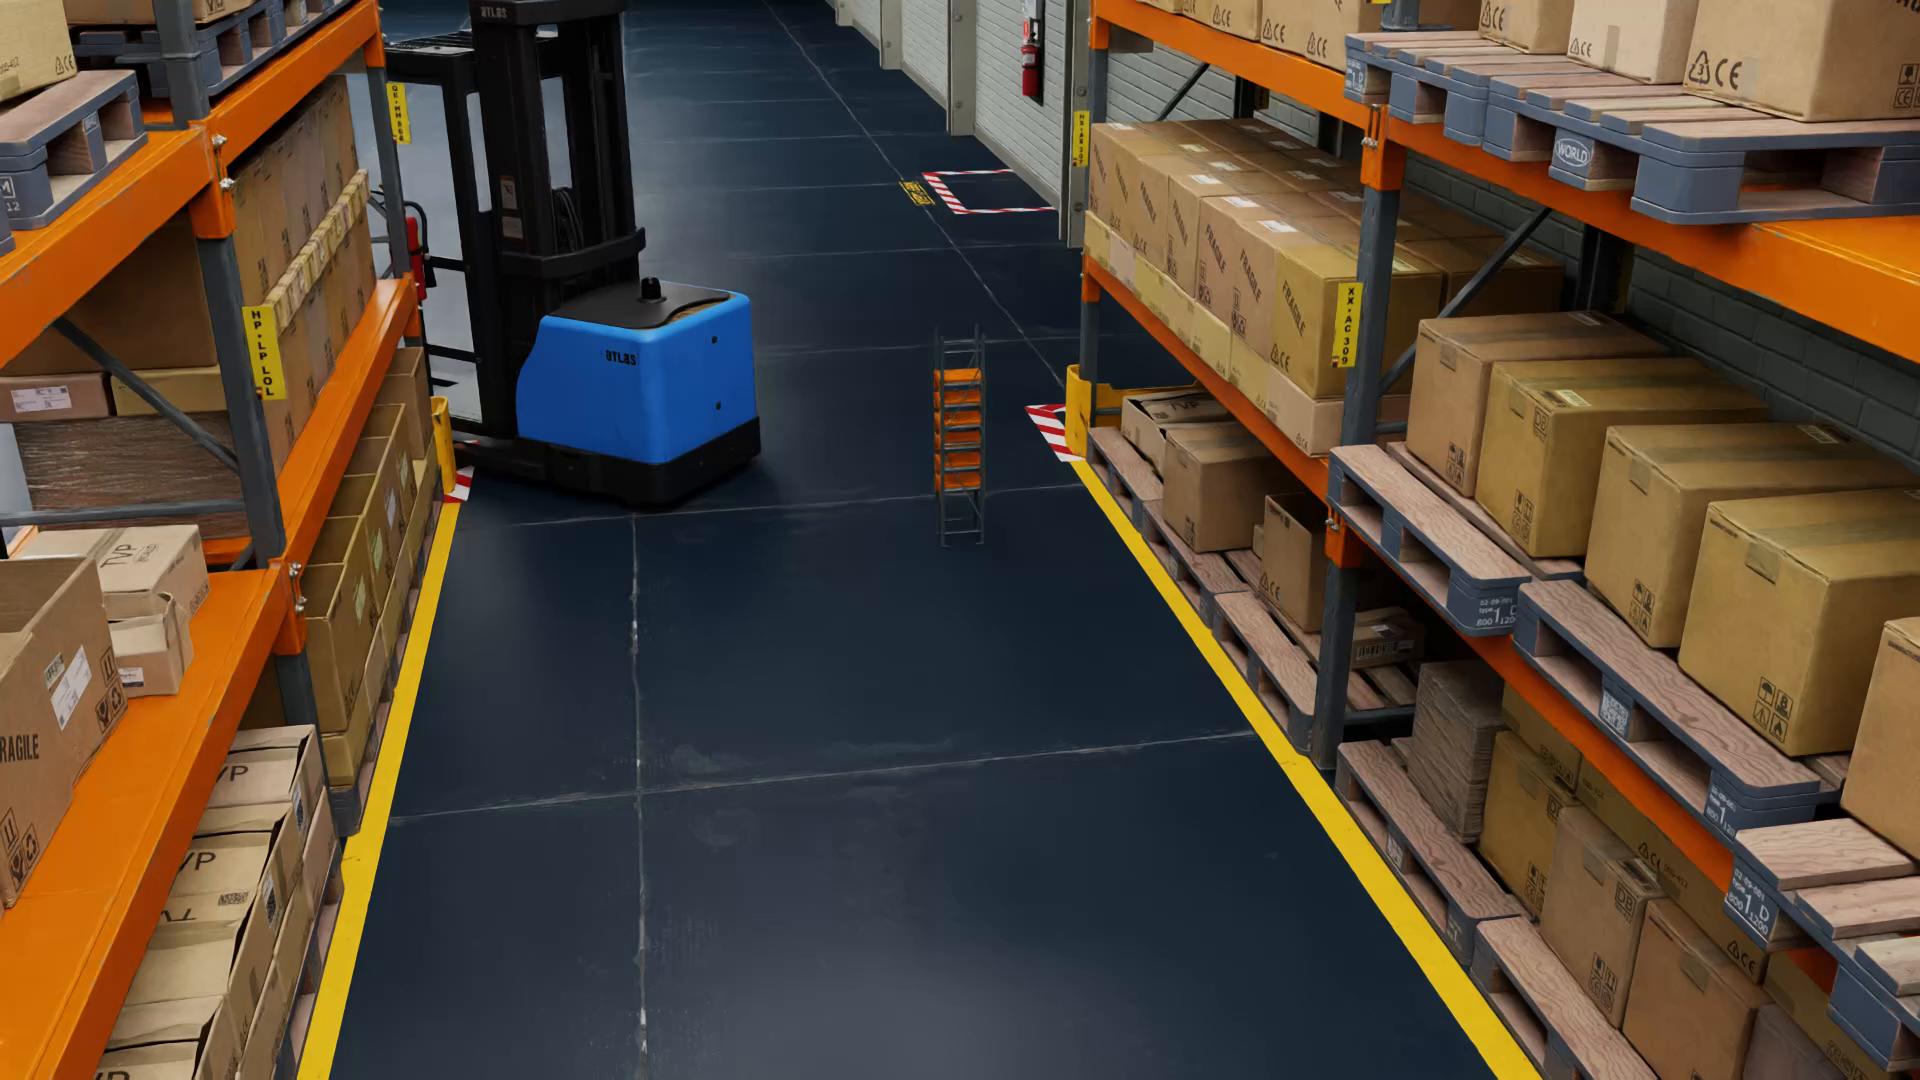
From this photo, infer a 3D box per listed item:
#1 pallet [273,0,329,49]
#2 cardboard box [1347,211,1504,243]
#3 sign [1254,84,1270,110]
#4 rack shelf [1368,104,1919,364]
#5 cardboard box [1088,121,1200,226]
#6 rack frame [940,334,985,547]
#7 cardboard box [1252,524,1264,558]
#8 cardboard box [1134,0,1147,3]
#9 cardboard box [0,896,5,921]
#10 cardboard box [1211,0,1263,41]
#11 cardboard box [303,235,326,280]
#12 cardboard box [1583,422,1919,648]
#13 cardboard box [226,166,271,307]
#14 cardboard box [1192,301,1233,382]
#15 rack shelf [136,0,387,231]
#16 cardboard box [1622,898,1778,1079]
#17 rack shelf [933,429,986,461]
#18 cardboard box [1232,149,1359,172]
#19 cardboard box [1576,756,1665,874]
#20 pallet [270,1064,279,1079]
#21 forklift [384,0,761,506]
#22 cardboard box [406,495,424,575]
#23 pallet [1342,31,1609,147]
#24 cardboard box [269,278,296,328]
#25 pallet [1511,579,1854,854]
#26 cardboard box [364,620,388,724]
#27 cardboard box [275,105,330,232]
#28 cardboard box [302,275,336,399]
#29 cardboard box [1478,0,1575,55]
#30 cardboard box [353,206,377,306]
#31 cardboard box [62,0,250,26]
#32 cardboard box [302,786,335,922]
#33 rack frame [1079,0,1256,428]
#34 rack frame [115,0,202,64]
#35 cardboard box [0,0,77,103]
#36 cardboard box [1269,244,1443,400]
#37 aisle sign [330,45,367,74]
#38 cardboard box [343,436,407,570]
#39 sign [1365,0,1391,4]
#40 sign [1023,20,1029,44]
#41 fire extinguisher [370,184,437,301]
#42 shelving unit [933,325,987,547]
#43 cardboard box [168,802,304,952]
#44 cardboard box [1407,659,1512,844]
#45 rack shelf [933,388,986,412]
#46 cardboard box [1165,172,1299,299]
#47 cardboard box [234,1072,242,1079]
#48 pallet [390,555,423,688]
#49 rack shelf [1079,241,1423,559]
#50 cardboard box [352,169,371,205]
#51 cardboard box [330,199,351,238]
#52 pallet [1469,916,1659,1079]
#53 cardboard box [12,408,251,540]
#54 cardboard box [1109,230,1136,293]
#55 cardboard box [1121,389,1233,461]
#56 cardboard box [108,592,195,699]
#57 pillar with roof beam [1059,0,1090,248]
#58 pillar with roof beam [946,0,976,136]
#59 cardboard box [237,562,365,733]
[{"bbox_3d":[-3.277,-2.235,6.981,1.003,0.211,1.213,-4,24,-10],"label":"pallet"},{"bbox_3d":[2.022,-1.144,7.348,0.500,0.500,0.500,-4,24,-10],"label":"cardboard box"},{"bbox_3d":[1.805,-2.738,9.930,0.100,0.325,0.005,-4,24,-10],"label":"sign"},{"bbox_3d":[2.365,-0.714,4.289,1.077,0.370,4.000,-4,24,-10],"label":"rack shelf"},{"bbox_3d":[1.049,-2.104,9.544,0.500,0.500,0.500,-4,24,-10],"label":"cardboard box"},{"bbox_3d":[0.014,-0.520,8.940,0.240,1.200,0.006,-4,24,-10],"label":"rack frame"},{"bbox_3d":[1.719,0.018,8.473,0.380,0.149,0.250,-6,24,-14],"label":"cardboard box"},{"bbox_3d":[1.136,-3.095,8.691,0.500,0.500,0.500,-3,24,-6],"label":"cardboard box"},{"bbox_3d":[-2.459,0.781,3.590,0.500,0.500,0.500,-6,24,-13],"label":"cardboard box"},{"bbox_3d":[1.439,-2.481,7.285,0.500,0.500,0.500,-5,24,-12],"label":"cardboard box"},{"bbox_3d":[-3.065,-1.258,7.448,0.380,0.149,0.250,-5,24,-10],"label":"cardboard box"},{"bbox_3d":[2.305,-0.024,4.882,0.700,0.500,0.500,-1,24,-2],"label":"cardboard box"},{"bbox_3d":[-3.055,-1.101,6.278,0.700,0.500,0.500,-4,24,-10],"label":"cardboard box"},{"bbox_3d":[1.418,-0.954,7.848,0.500,0.250,0.500,-4,24,-10],"label":"cardboard box"},{"bbox_3d":[-3.242,-1.920,7.049,1.077,0.370,4.000,-4,24,-10],"label":"rack shelf"},{"bbox_3d":[2.450,1.377,4.922,0.700,0.500,0.500,-4,24,-10],"label":"cardboard box"},{"bbox_3d":[-0.003,-0.515,9.041,0.258,0.103,0.180,-4,24,-10],"label":"rack shelf"},{"bbox_3d":[1.735,-1.742,8.717,0.500,0.500,0.500,-5,24,-11],"label":"cardboard box"},{"bbox_3d":[2.333,0.810,5.285,0.500,0.250,0.500,-5,24,-11],"label":"cardboard box"},{"bbox_3d":[-2.468,1.958,4.504,1.003,0.211,1.213,-4,24,-10],"label":"pallet"},{"bbox_3d":[-2.780,-1.943,10.038,3.031,2.935,1.130,12,26,26],"label":"forklift"},{"bbox_3d":[-3.024,-0.012,8.441,0.500,0.250,0.500,-4,24,-10],"label":"cardboard box"},{"bbox_3d":[2.005,-1.494,5.410,1.213,0.211,1.003,-4,24,-10],"label":"pallet"},{"bbox_3d":[-2.921,-0.953,6.749,0.380,0.149,0.250,-5,24,-12],"label":"cardboard box"},{"bbox_3d":[2.329,0.430,4.758,1.003,0.211,1.213,-4,24,-10],"label":"pallet"},{"bbox_3d":[-2.747,0.578,7.090,0.500,0.250,0.500,-4,24,-10],"label":"cardboard box"},{"bbox_3d":[-3.332,-1.692,7.630,0.700,0.500,0.500,-4,24,-10],"label":"cardboard box"},{"bbox_3d":[-3.249,-0.914,7.470,0.700,0.500,0.500,-4,24,-8],"label":"cardboard box"},{"bbox_3d":[2.018,-1.848,5.336,0.500,0.500,0.500,-1,24,-2],"label":"cardboard box"},{"bbox_3d":[-3.538,-1.523,8.864,0.700,0.500,0.500,-4,24,-10],"label":"cardboard box"},{"bbox_3d":[-2.706,-1.983,5.470,0.500,0.500,0.500,-2,24,-5],"label":"cardboard box"},{"bbox_3d":[-2.510,1.121,5.846,0.500,0.250,0.500,-5,24,-10],"label":"cardboard box"},{"bbox_3d":[1.256,-2.029,10.149,1.000,3.000,0.127,-4,24,-10],"label":"rack frame"},{"bbox_3d":[-2.872,-2.837,4.503,1.000,3.000,0.127,-4,24,-10],"label":"rack frame"},{"bbox_3d":[-2.767,-1.343,4.493,0.500,0.250,0.500,-2,24,-4],"label":"cardboard box"},{"bbox_3d":[1.604,-0.903,6.796,0.500,0.500,0.500,-4,24,-10],"label":"cardboard box"},{"bbox_3d":[-3.335,-2.900,8.895,0.394,0.787,0.004,-4,24,-10],"label":"aisle sign"},{"bbox_3d":[-2.930,-0.159,7.841,0.500,0.500,0.500,-4,24,-10],"label":"cardboard box"},{"bbox_3d":[1.464,-2.024,5.744,0.100,0.325,0.005,-4,24,-10],"label":"sign"},{"bbox_3d":[0.706,-5.395,17.809,0.001,0.329,0.234,-4,24,-10],"label":"sign"},{"bbox_3d":[-3.177,-1.707,9.507,0.296,0.674,0.183,-4,24,-10],"label":"fire extinguisher"},{"bbox_3d":[-0.003,-0.556,9.023,0.258,1.200,0.189,-4,24,-10],"label":"shelving unit"},{"bbox_3d":[-2.413,1.065,5.274,0.500,0.311,0.500,-4,24,-8],"label":"cardboard box"},{"bbox_3d":[2.148,0.776,6.299,0.700,0.500,0.500,-3,24,-8],"label":"cardboard box"},{"bbox_3d":[-0.003,-0.735,8.945,0.258,0.103,0.180,-4,24,-10],"label":"rack shelf"},{"bbox_3d":[1.327,-1.503,8.168,0.500,0.500,0.500,-4,24,-8],"label":"cardboard box"},{"bbox_3d":[-2.231,1.722,4.471,0.500,0.250,0.500,-4,24,-9],"label":"cardboard box"},{"bbox_3d":[-3.207,0.393,8.086,1.003,0.211,1.213,-4,24,-10],"label":"pallet"},{"bbox_3d":[1.626,-0.913,8.492,1.077,0.370,4.000,-4,24,-10],"label":"rack shelf"},{"bbox_3d":[-3.354,-1.868,8.845,0.380,0.149,0.250,-5,24,-11],"label":"cardboard box"},{"bbox_3d":[-3.212,-1.566,8.152,0.380,0.149,0.250,-4,24,-9],"label":"cardboard box"},{"bbox_3d":[2.370,1.609,5.303,1.003,0.211,1.213,-4,24,-10],"label":"pallet"},{"bbox_3d":[-2.960,-0.308,6.082,0.700,0.500,0.500,-5,24,-11],"label":"cardboard box"},{"bbox_3d":[1.144,-1.551,9.217,0.500,0.250,0.500,-5,24,-11],"label":"cardboard box"},{"bbox_3d":[1.295,-0.720,9.961,0.500,0.311,0.500,-7,25,-16],"label":"cardboard box"},{"bbox_3d":[-2.529,0.306,4.970,0.396,0.266,0.258,-5,24,-11],"label":"cardboard box"},{"bbox_3d":[-3.105,-6.609,13.139,9.100,9.000,0.400,-4,24,-10],"label":"pillar with roof beam"},{"bbox_3d":[-4.214,-8.969,18.542,9.100,9.000,0.400,-4,24,-10],"label":"pillar with roof beam"},{"bbox_3d":[-2.650,0.430,6.491,0.500,0.500,0.500,-4,24,-10],"label":"cardboard box"}]
